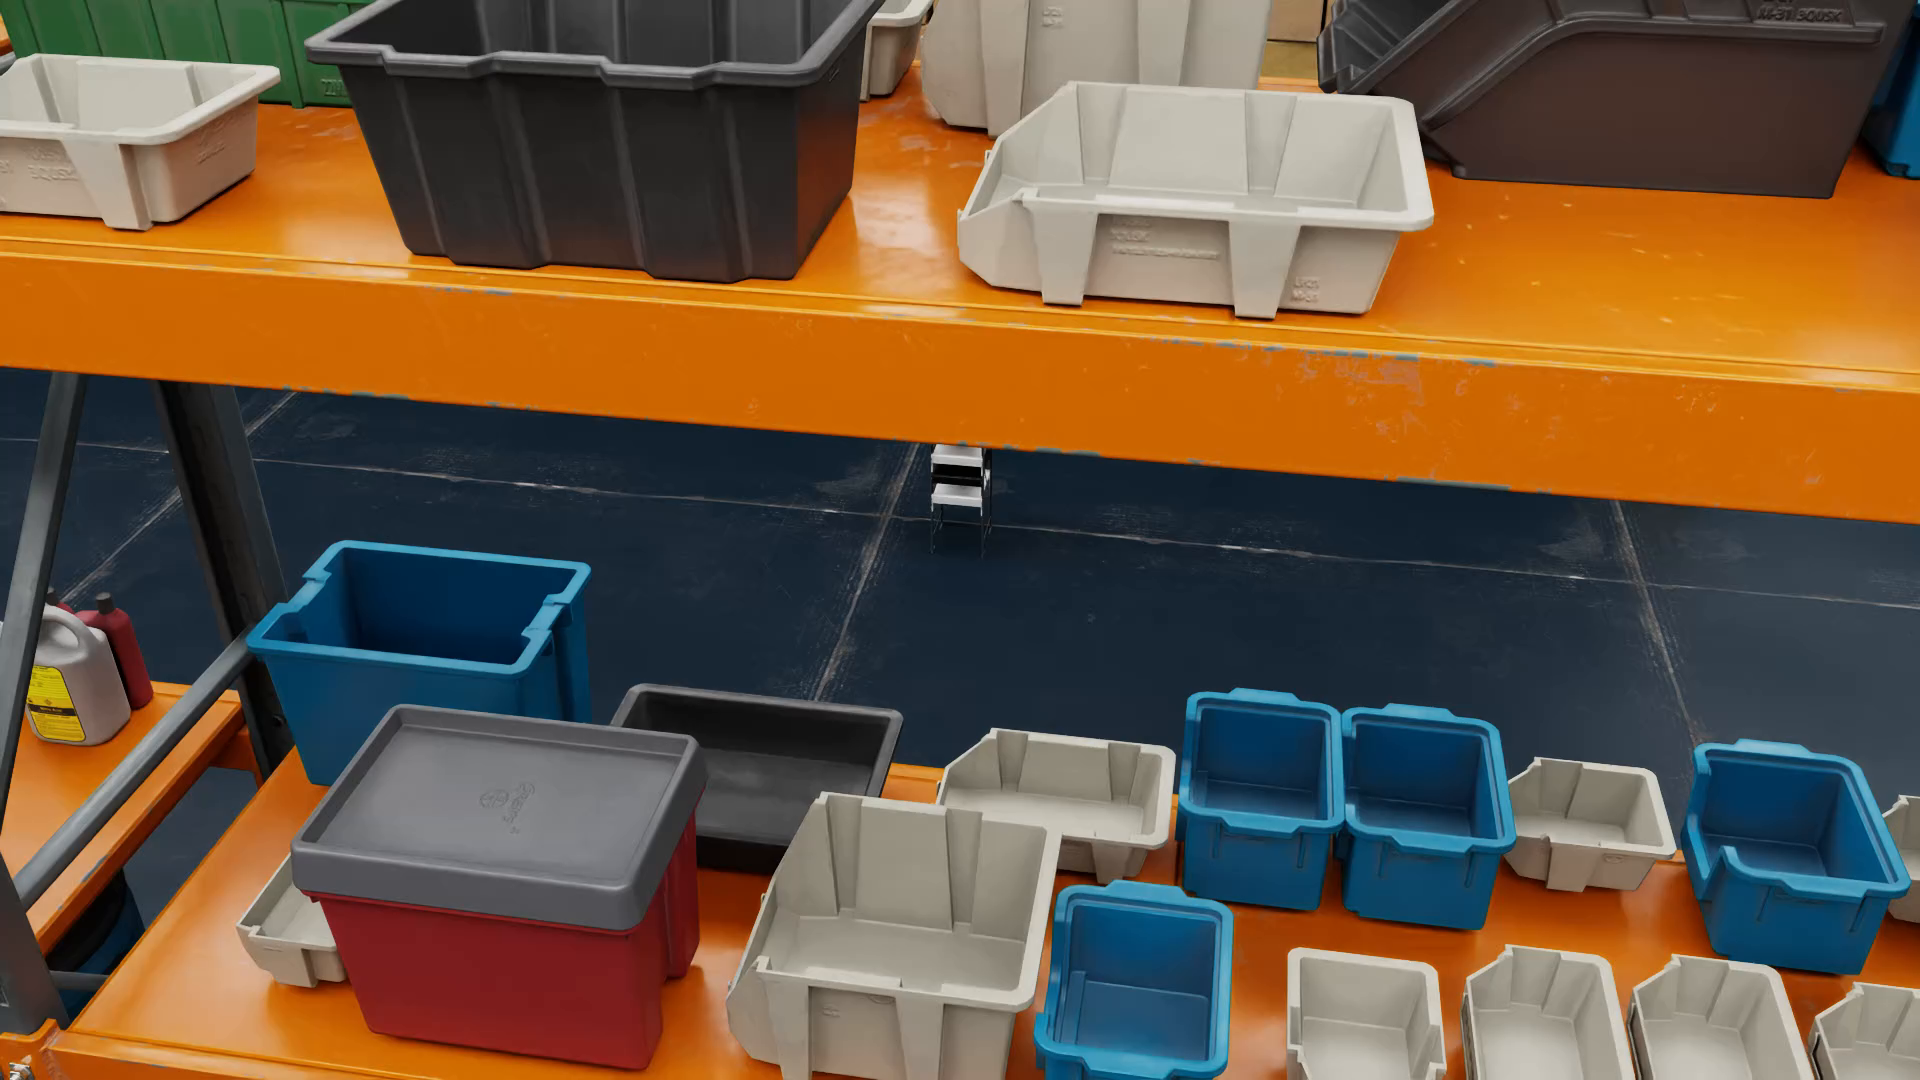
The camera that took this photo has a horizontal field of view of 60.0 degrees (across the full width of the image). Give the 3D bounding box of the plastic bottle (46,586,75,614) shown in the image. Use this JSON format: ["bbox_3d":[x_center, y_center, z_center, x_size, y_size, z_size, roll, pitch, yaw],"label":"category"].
[{"bbox_3d":[-2.009,0.225,3.673,0.133,0.283,0.061,5,32,8],"label":"plastic bottle"}]

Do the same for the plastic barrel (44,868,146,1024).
[{"bbox_3d":[-2.121,1.098,3.751,0.708,0.901,0.600,5,32,8],"label":"plastic barrel"}]

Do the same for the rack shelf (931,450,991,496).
[{"bbox_3d":[0.008,-0.276,6.576,0.200,0.077,0.258,5,32,8],"label":"rack shelf"}]

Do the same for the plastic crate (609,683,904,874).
[{"bbox_3d":[-0.439,0.494,3.336,0.590,0.125,0.437,5,32,8],"label":"plastic crate"}]

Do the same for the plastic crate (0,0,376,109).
[{"bbox_3d":[-1.120,-0.858,2.666,0.662,0.188,0.450,5,32,8],"label":"plastic crate"}]

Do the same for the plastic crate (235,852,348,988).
[{"bbox_3d":[-1.153,0.646,3.082,0.243,0.136,0.396,5,32,8],"label":"plastic crate"}]

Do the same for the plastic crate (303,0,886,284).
[{"bbox_3d":[-0.410,-0.518,2.047,0.590,0.269,0.497,5,32,8],"label":"plastic crate"}]

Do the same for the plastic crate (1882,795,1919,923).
[{"bbox_3d":[1.865,0.621,3.123,0.298,0.136,0.250,5,32,8],"label":"plastic crate"}]

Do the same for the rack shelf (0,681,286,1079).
[{"bbox_3d":[-3.560,0.570,3.690,4.000,0.370,1.077,5,32,8],"label":"rack shelf"}]

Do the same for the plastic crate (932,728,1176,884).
[{"bbox_3d":[0.179,0.528,3.271,0.466,0.136,0.293,5,32,8],"label":"plastic crate"}]

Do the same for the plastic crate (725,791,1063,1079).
[{"bbox_3d":[-0.114,0.701,2.858,0.530,0.282,0.437,5,32,8],"label":"plastic crate"}]

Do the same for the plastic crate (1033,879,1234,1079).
[{"bbox_3d":[0.287,0.797,2.751,0.300,0.233,0.416,5,32,8],"label":"plastic crate"}]

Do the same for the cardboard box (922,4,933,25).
[{"bbox_3d":[-0.334,-2.424,6.758,0.500,0.500,0.500,6,33,9],"label":"cardboard box"}]

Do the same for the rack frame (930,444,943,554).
[{"bbox_3d":[-0.092,-0.390,6.525,0.006,0.900,0.240,5,32,8],"label":"rack frame"}]

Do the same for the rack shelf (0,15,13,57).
[{"bbox_3d":[-3.560,-0.701,2.894,4.000,0.370,1.077,5,32,8],"label":"rack shelf"}]

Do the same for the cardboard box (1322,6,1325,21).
[{"bbox_3d":[1.795,-2.099,7.182,0.500,0.500,0.500,5,32,8],"label":"cardboard box"}]

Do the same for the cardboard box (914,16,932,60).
[{"bbox_3d":[-0.294,-2.001,7.025,0.500,0.500,0.500,6,33,9],"label":"cardboard box"}]

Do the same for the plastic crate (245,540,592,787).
[{"bbox_3d":[-1.070,0.288,3.421,0.575,0.384,0.392,5,32,8],"label":"plastic crate"}]

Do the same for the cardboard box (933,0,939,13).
[{"bbox_3d":[0.175,-2.378,6.685,0.500,0.500,0.500,4,32,7],"label":"cardboard box"}]

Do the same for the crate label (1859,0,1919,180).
[{"bbox_3d":[1.500,-0.659,2.289,0.502,0.251,0.408,5,32,8],"label":"crate label"}]

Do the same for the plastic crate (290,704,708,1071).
[{"bbox_3d":[-0.750,0.602,2.844,0.583,0.464,0.402,5,32,8],"label":"plastic crate"}]

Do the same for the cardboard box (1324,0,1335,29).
[{"bbox_3d":[1.697,-2.240,6.465,0.500,0.500,0.500,6,33,10],"label":"cardboard box"}]

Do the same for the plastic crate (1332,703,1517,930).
[{"bbox_3d":[0.869,0.535,3.170,0.300,0.233,0.416,5,32,8],"label":"plastic crate"}]

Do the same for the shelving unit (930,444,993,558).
[{"bbox_3d":[0.008,-0.381,6.510,0.210,0.900,0.258,5,32,8],"label":"shelving unit"}]

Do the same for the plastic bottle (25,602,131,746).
[{"bbox_3d":[-1.920,0.260,3.554,0.185,0.351,0.144,5,32,8],"label":"plastic bottle"}]

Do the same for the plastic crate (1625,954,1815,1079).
[{"bbox_3d":[1.237,0.876,2.716,0.243,0.136,0.396,5,32,8],"label":"plastic crate"}]

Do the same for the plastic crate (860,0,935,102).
[{"bbox_3d":[-0.270,-0.801,2.625,0.466,0.136,0.293,5,32,8],"label":"plastic crate"}]

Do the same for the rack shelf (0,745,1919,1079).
[{"bbox_3d":[0.383,0.927,3.120,4.000,0.370,1.077,5,32,8],"label":"rack shelf"}]

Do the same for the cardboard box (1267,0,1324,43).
[{"bbox_3d":[1.191,-2.286,6.538,0.500,0.500,0.500,6,33,10],"label":"cardboard box"}]

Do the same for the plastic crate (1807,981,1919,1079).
[{"bbox_3d":[1.521,0.909,2.663,0.243,0.136,0.396,5,32,8],"label":"plastic crate"}]

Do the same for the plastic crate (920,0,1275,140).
[{"bbox_3d":[0.222,-0.780,2.453,0.530,0.282,0.437,5,32,8],"label":"plastic crate"}]

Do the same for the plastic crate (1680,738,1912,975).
[{"bbox_3d":[1.518,0.593,3.076,0.300,0.233,0.416,5,32,8],"label":"plastic crate"}]

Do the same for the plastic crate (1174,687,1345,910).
[{"bbox_3d":[0.573,0.508,3.213,0.300,0.233,0.416,5,32,8],"label":"plastic crate"}]

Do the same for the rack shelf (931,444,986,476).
[{"bbox_3d":[0.008,-0.352,6.528,0.200,0.077,0.258,5,32,8],"label":"rack shelf"}]

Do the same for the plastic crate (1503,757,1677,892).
[{"bbox_3d":[1.196,0.560,3.219,0.298,0.136,0.250,5,32,8],"label":"plastic crate"}]

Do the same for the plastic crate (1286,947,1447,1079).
[{"bbox_3d":[0.664,0.847,2.762,0.250,0.136,0.298,5,32,8],"label":"plastic crate"}]

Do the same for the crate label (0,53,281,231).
[{"bbox_3d":[-1.154,-0.521,2.177,0.466,0.136,0.293,5,32,8],"label":"crate label"}]

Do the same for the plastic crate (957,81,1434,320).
[{"bbox_3d":[0.276,-0.414,2.005,0.530,0.136,0.437,5,32,8],"label":"plastic crate"}]

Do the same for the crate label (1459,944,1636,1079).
[{"bbox_3d":[0.959,0.864,2.735,0.243,0.136,0.396,5,32,8],"label":"crate label"}]

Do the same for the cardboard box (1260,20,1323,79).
[{"bbox_3d":[1.205,-1.866,6.810,0.500,0.500,0.500,5,32,8],"label":"cardboard box"}]

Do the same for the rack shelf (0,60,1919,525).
[{"bbox_3d":[0.383,-0.344,2.324,4.000,0.370,1.077,5,32,8],"label":"rack shelf"}]

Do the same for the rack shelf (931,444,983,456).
[{"bbox_3d":[0.008,-0.429,6.480,0.200,0.077,0.258,5,32,8],"label":"rack shelf"}]

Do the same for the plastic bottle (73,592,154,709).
[{"bbox_3d":[-1.878,0.237,3.654,0.133,0.283,0.061,5,32,8],"label":"plastic bottle"}]

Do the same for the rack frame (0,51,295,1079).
[{"bbox_3d":[-1.589,0.445,3.211,0.053,2.616,0.949,5,32,8],"label":"rack frame"}]

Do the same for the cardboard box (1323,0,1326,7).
[{"bbox_3d":[1.790,-2.523,6.917,0.500,0.500,0.500,6,32,9],"label":"cardboard box"}]

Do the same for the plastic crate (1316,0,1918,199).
[{"bbox_3d":[0.895,-0.725,2.312,0.767,0.338,0.504,5,32,8],"label":"plastic crate"}]

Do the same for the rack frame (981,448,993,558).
[{"bbox_3d":[0.108,-0.372,6.496,0.006,0.900,0.240,5,32,8],"label":"rack frame"}]

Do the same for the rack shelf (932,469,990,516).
[{"bbox_3d":[0.008,-0.200,6.623,0.200,0.077,0.258,5,32,8],"label":"rack shelf"}]

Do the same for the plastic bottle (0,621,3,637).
[{"bbox_3d":[-2.126,0.259,3.696,0.097,0.201,0.097,0,32,0],"label":"plastic bottle"}]
